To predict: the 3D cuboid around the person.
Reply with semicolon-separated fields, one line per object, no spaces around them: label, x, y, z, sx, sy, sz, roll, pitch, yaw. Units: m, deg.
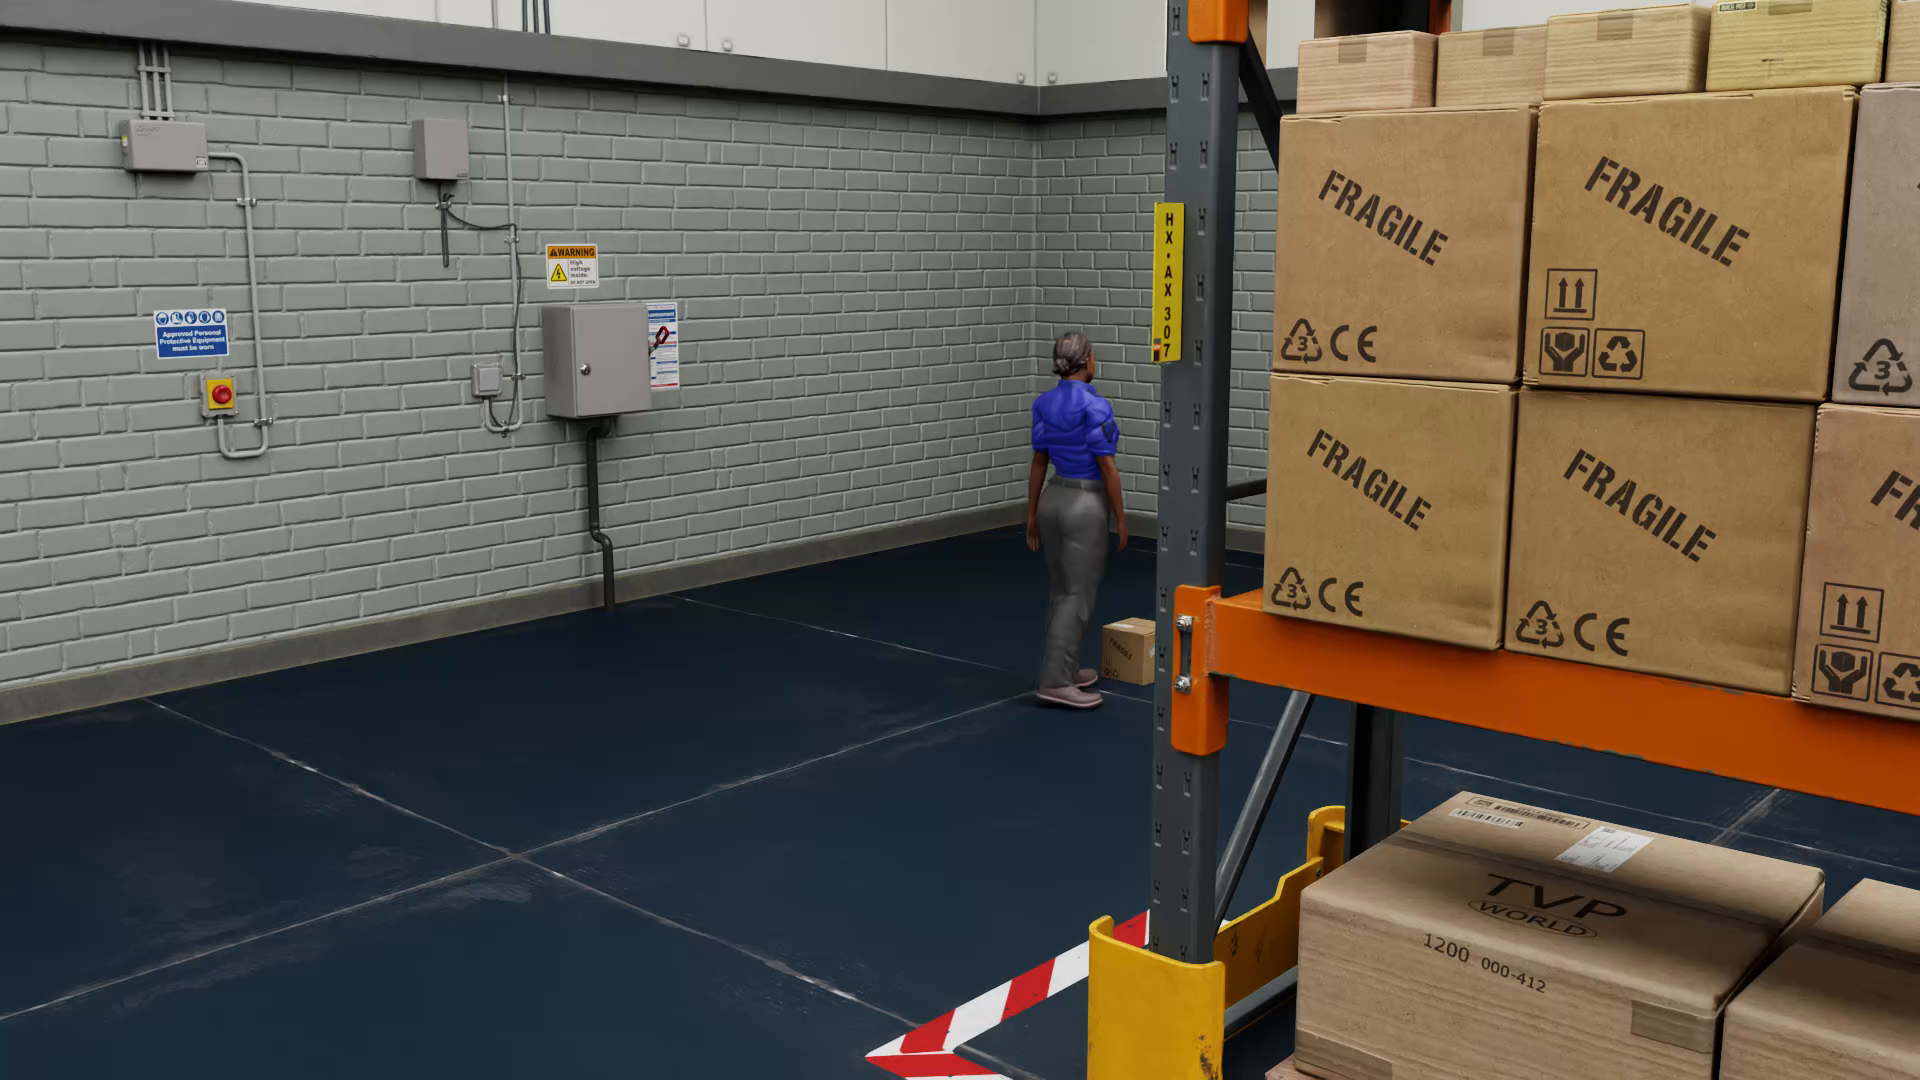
person;0.525;-0.101;7.438;0.507;1.652;0.471;-8;13;-38
